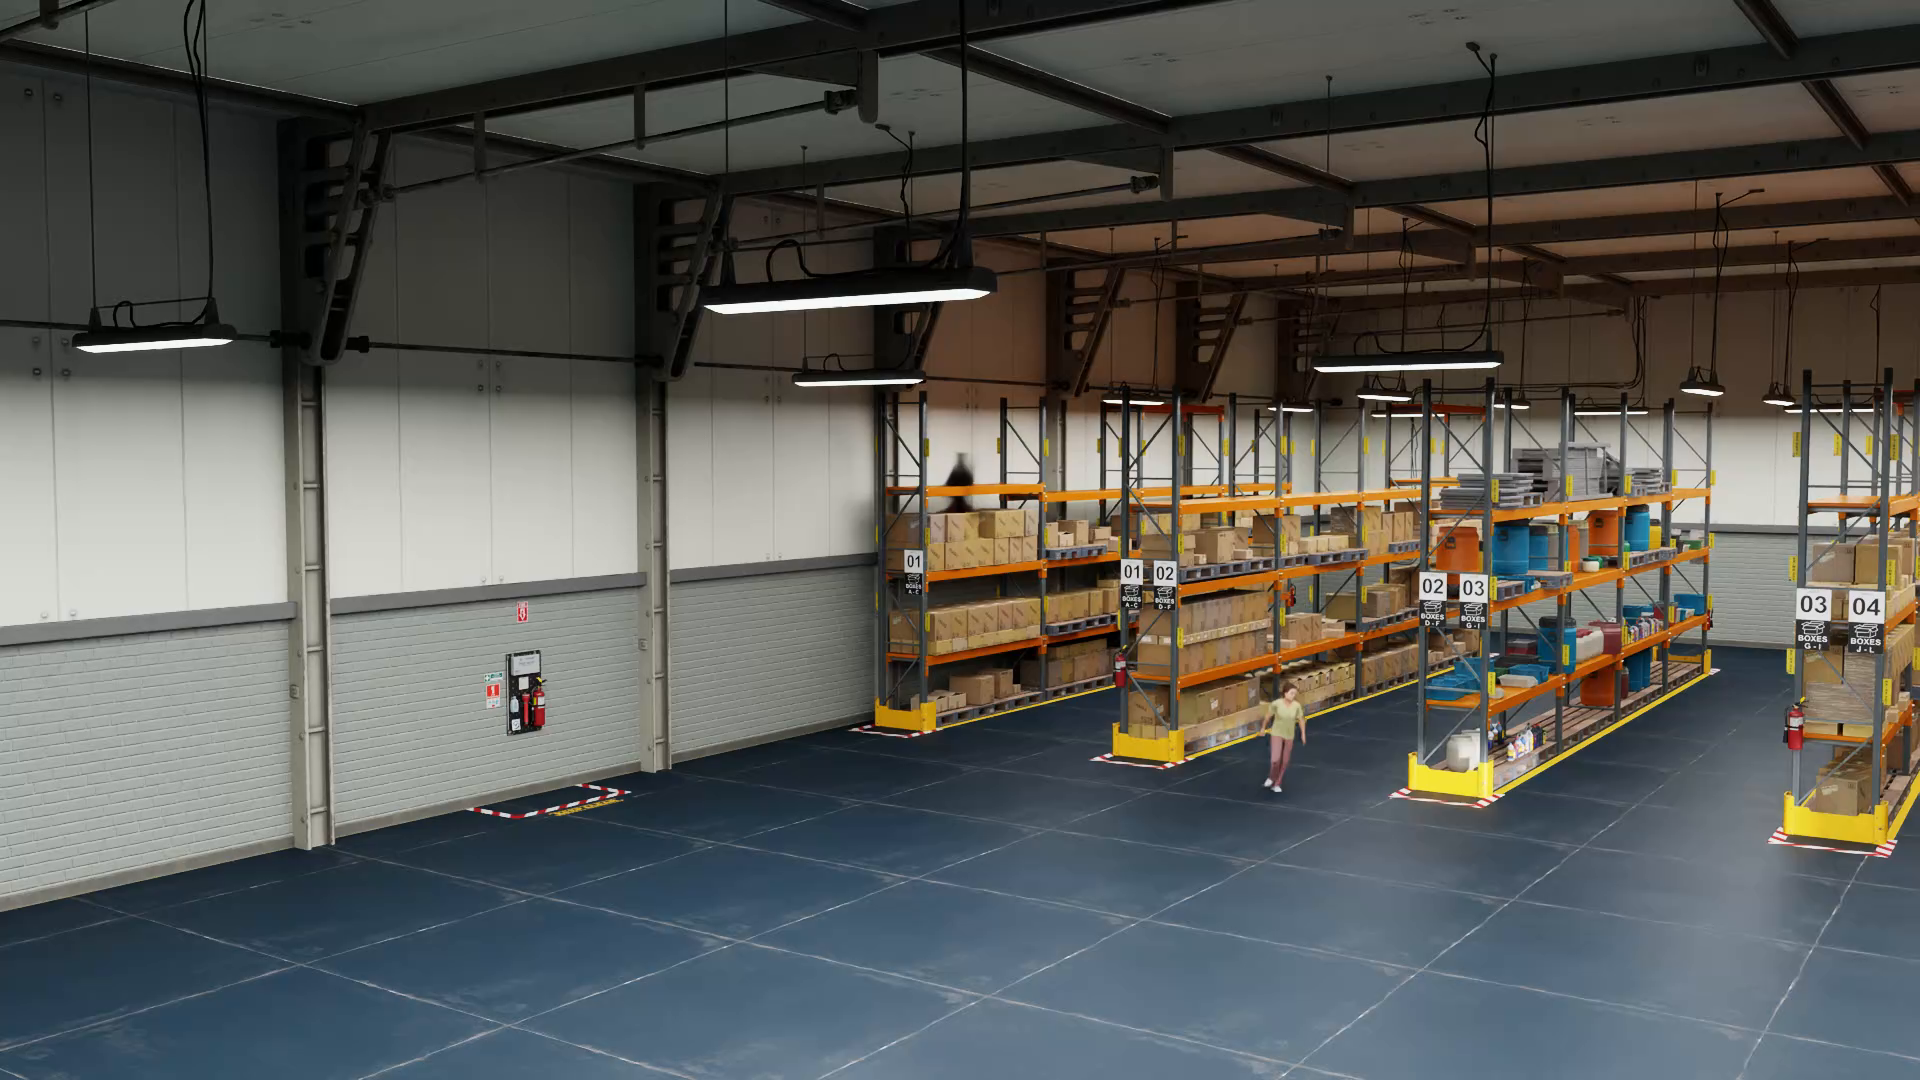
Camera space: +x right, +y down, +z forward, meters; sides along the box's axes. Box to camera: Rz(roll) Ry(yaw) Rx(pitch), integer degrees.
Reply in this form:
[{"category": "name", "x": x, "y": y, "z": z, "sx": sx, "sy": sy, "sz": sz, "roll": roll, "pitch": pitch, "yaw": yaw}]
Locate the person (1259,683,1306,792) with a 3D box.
[{"category": "person", "x": 4.676, "y": 2.853, "z": 24.010, "sx": 0.566, "sy": 1.626, "sz": 0.603, "roll": 0, "pitch": 3, "yaw": -9}]
